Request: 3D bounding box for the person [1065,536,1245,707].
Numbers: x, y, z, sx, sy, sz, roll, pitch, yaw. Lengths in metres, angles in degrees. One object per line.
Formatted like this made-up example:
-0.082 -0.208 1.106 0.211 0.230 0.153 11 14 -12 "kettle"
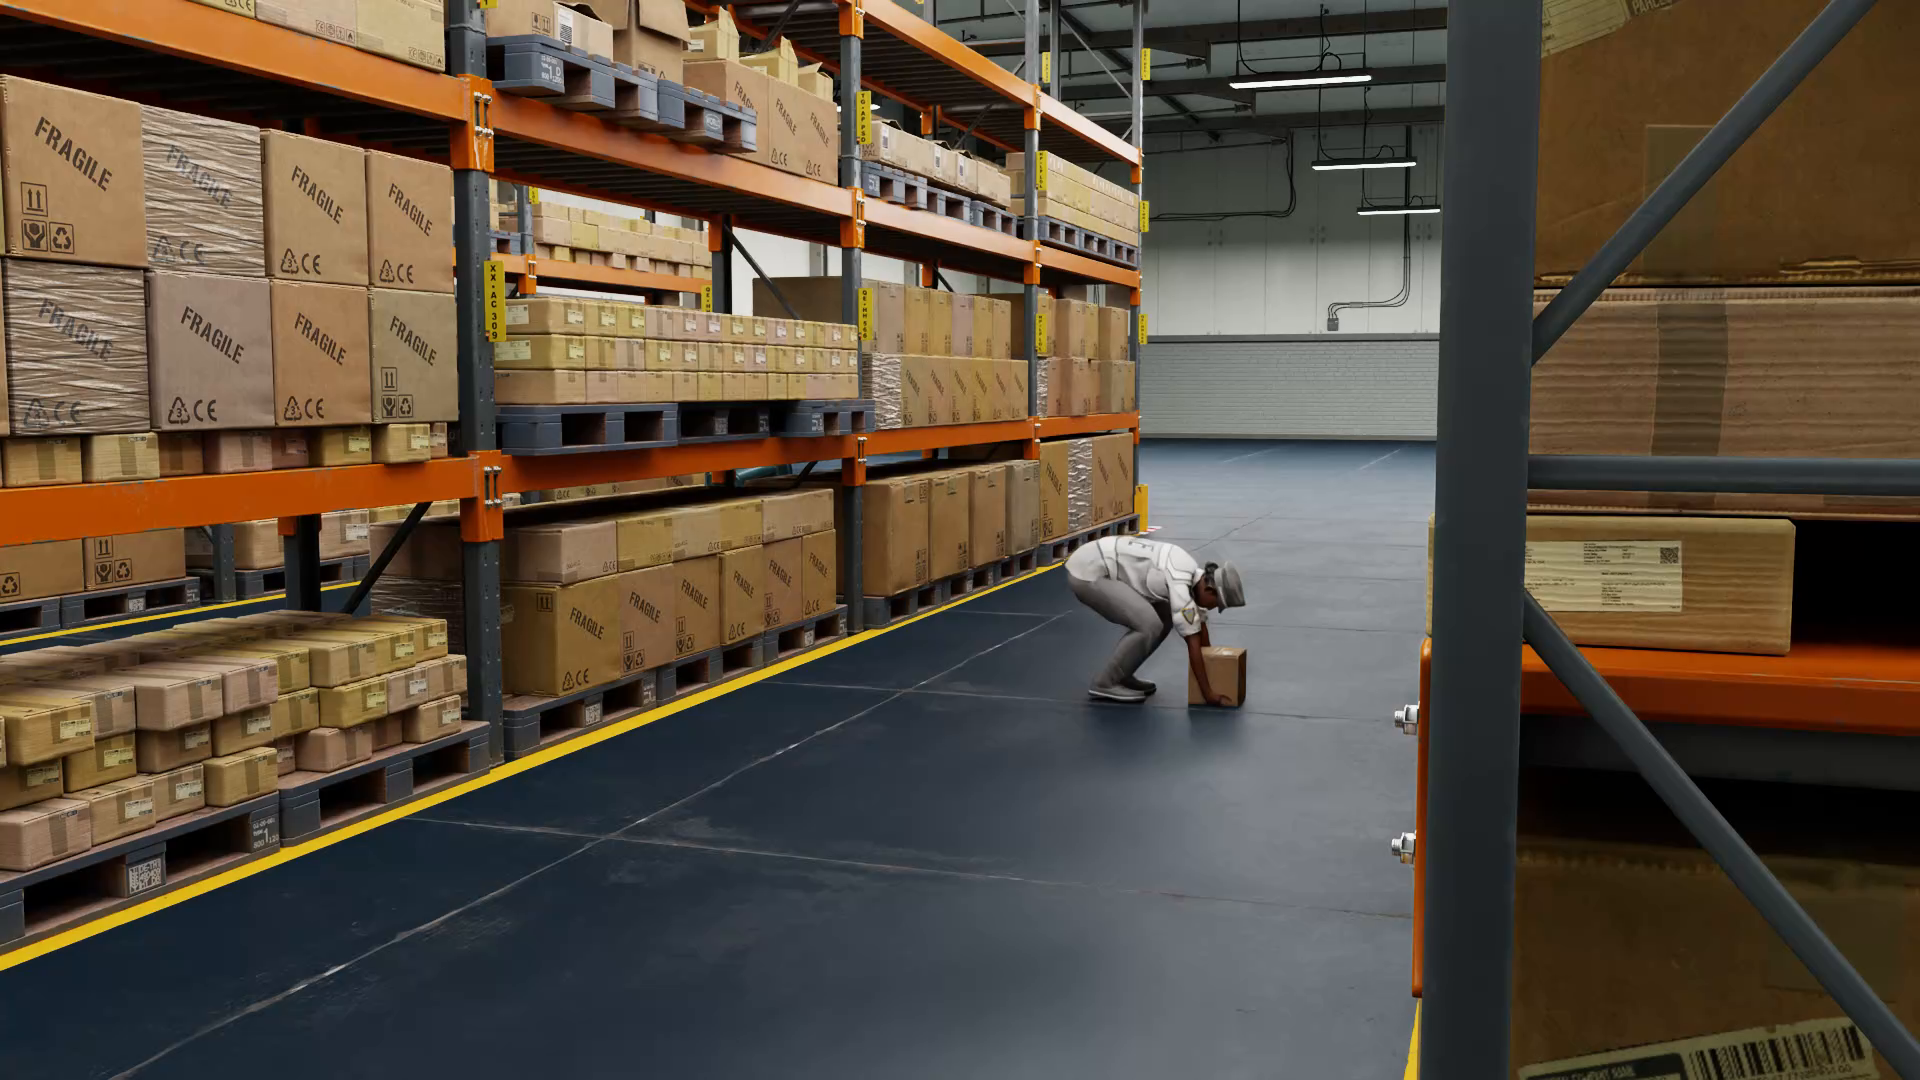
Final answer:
0.996 0.404 8.493 0.913 0.842 0.470 2 6 16 "person"
